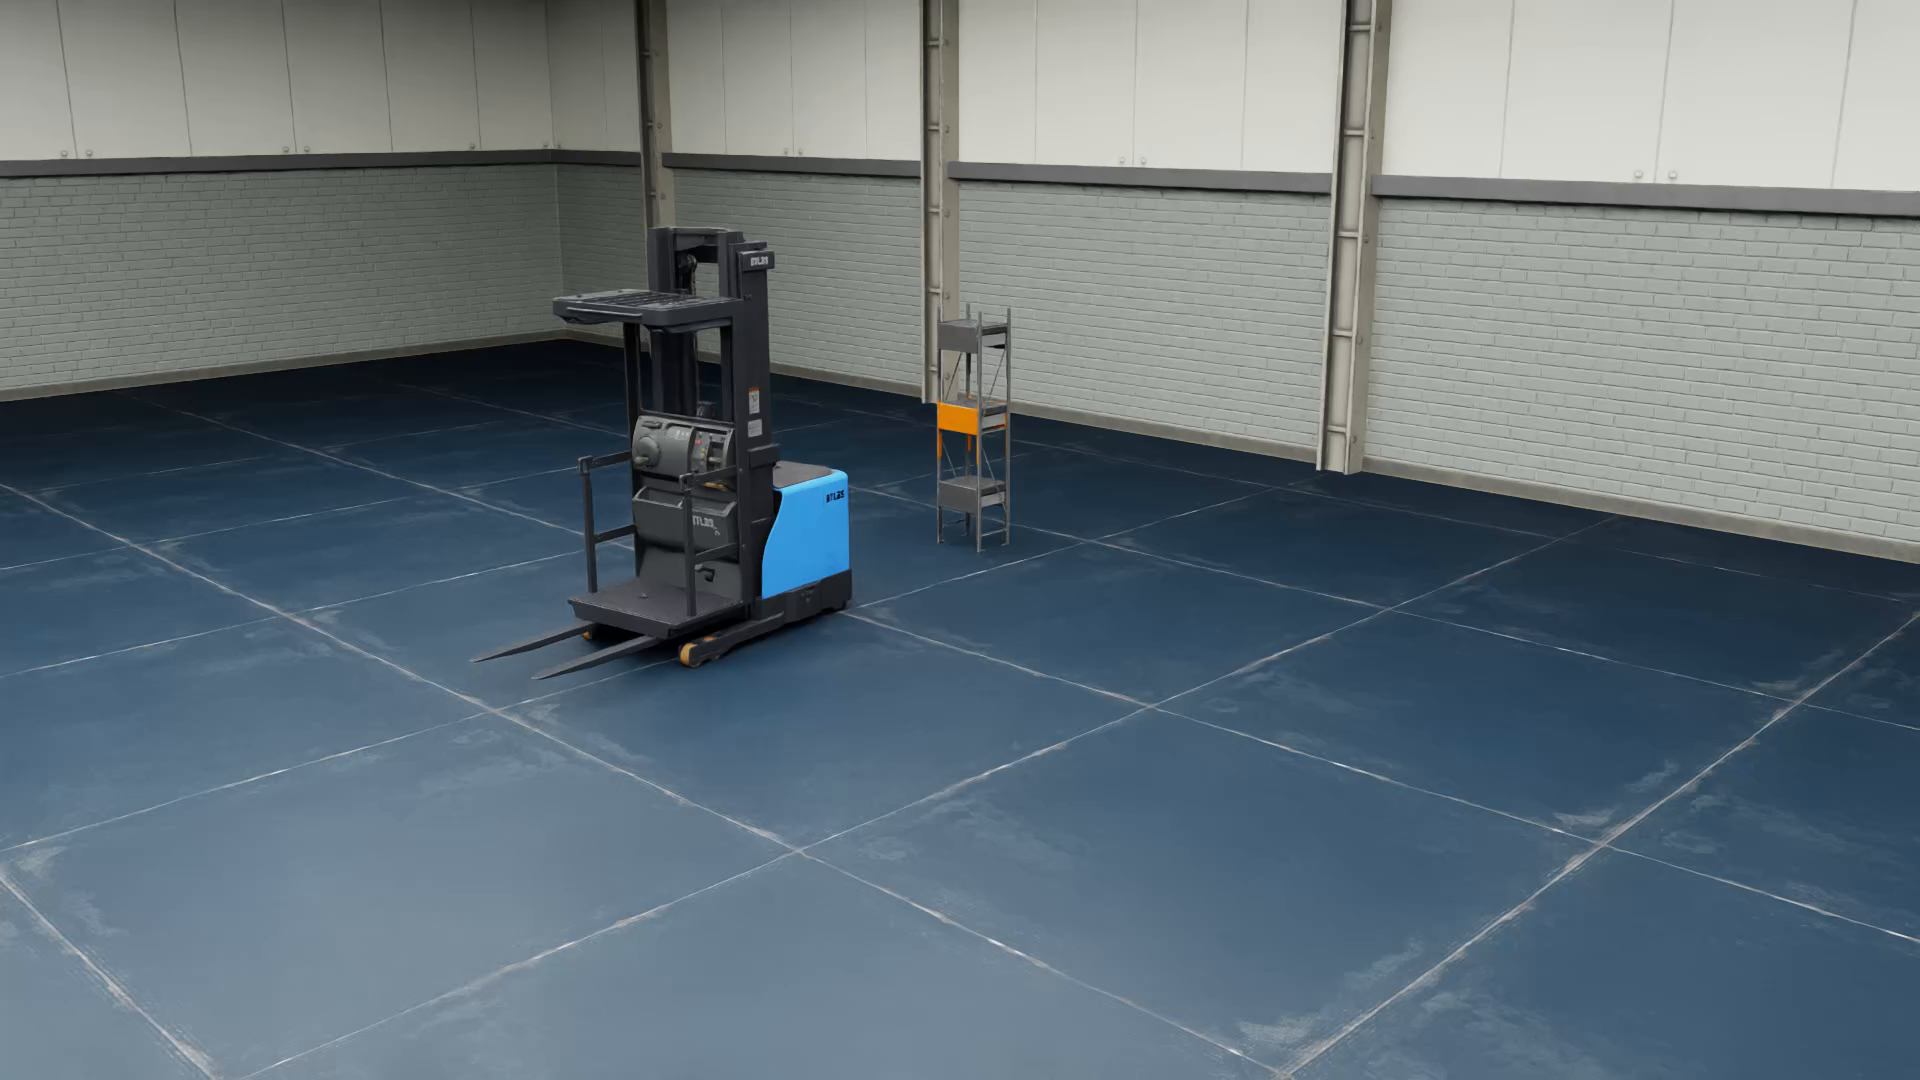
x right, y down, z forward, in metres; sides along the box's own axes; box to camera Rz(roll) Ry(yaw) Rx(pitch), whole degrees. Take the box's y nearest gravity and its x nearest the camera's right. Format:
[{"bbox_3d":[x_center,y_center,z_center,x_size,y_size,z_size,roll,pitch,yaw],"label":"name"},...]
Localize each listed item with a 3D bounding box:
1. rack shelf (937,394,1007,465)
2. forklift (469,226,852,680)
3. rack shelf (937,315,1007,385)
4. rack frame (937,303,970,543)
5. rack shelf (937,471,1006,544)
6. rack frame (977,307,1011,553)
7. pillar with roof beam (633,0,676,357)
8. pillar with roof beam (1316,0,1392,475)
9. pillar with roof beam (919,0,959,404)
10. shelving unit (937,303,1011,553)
[{"bbox_3d":[0.119,-0.974,14.560,0.480,0.518,0.431,14,20,42],"label":"rack shelf"},{"bbox_3d":[-2.103,-0.672,11.698,1.130,2.935,3.031,10,18,34],"label":"forklift"},{"bbox_3d":[0.119,-1.651,14.383,0.480,0.518,0.431,14,20,42],"label":"rack shelf"},{"bbox_3d":[-0.056,-1.030,14.720,0.015,2.100,0.400,14,20,42],"label":"rack frame"},{"bbox_3d":[0.119,-0.297,14.736,0.480,0.518,0.431,14,20,42],"label":"rack shelf"},{"bbox_3d":[0.295,-0.944,14.392,0.015,2.100,0.400,14,20,42],"label":"rack frame"},{"bbox_3d":[-7.565,-6.421,21.727,0.400,9.000,9.100,14,20,42],"label":"pillar with roof beam"},{"bbox_3d":[1.074,-4.321,13.667,0.400,9.000,9.100,14,20,42],"label":"pillar with roof beam"},{"bbox_3d":[-3.245,-5.371,17.697,0.400,9.000,9.100,14,20,42],"label":"pillar with roof beam"},{"bbox_3d":[0.119,-0.987,14.556,0.503,2.100,0.431,14,20,42],"label":"shelving unit"}]
